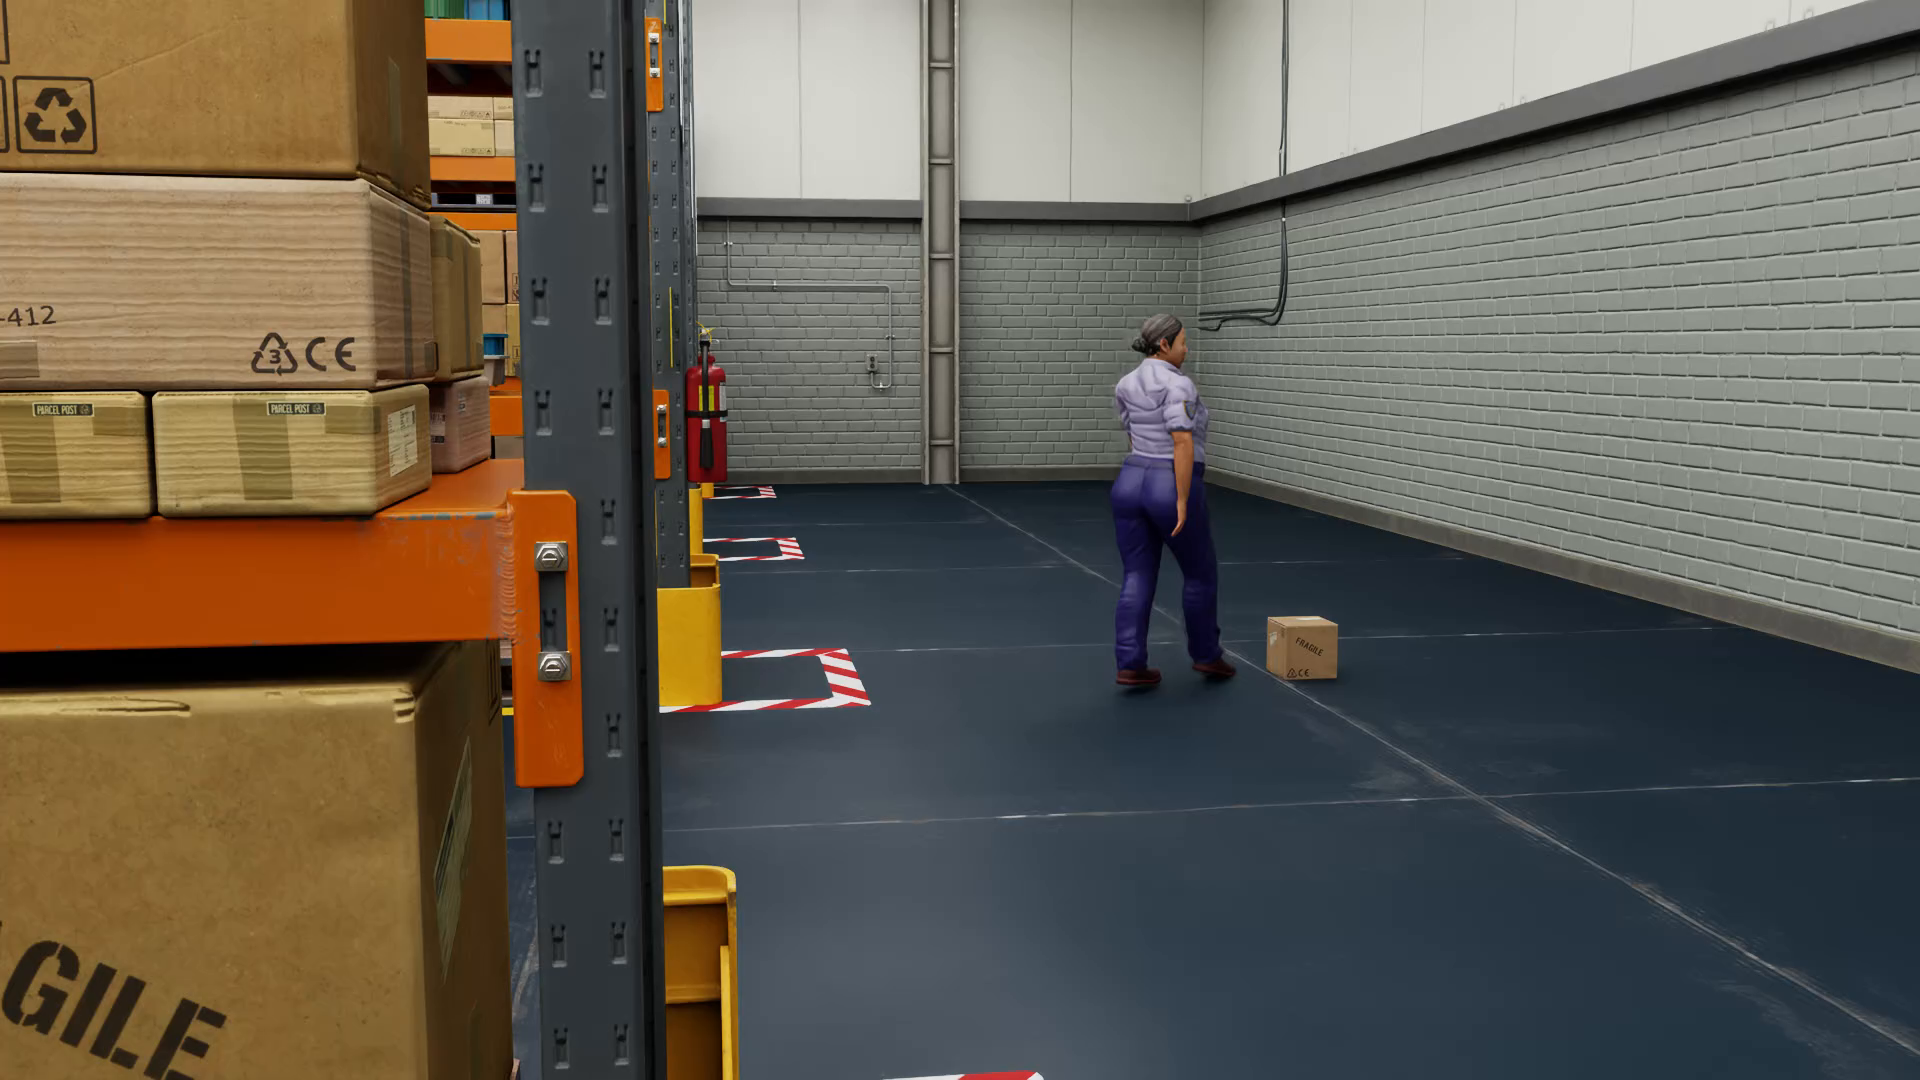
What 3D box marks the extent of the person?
[{"bbox_3d":[0.950,-0.177,7.393,0.476,1.647,0.735,6,9,41],"label":"person"}]
